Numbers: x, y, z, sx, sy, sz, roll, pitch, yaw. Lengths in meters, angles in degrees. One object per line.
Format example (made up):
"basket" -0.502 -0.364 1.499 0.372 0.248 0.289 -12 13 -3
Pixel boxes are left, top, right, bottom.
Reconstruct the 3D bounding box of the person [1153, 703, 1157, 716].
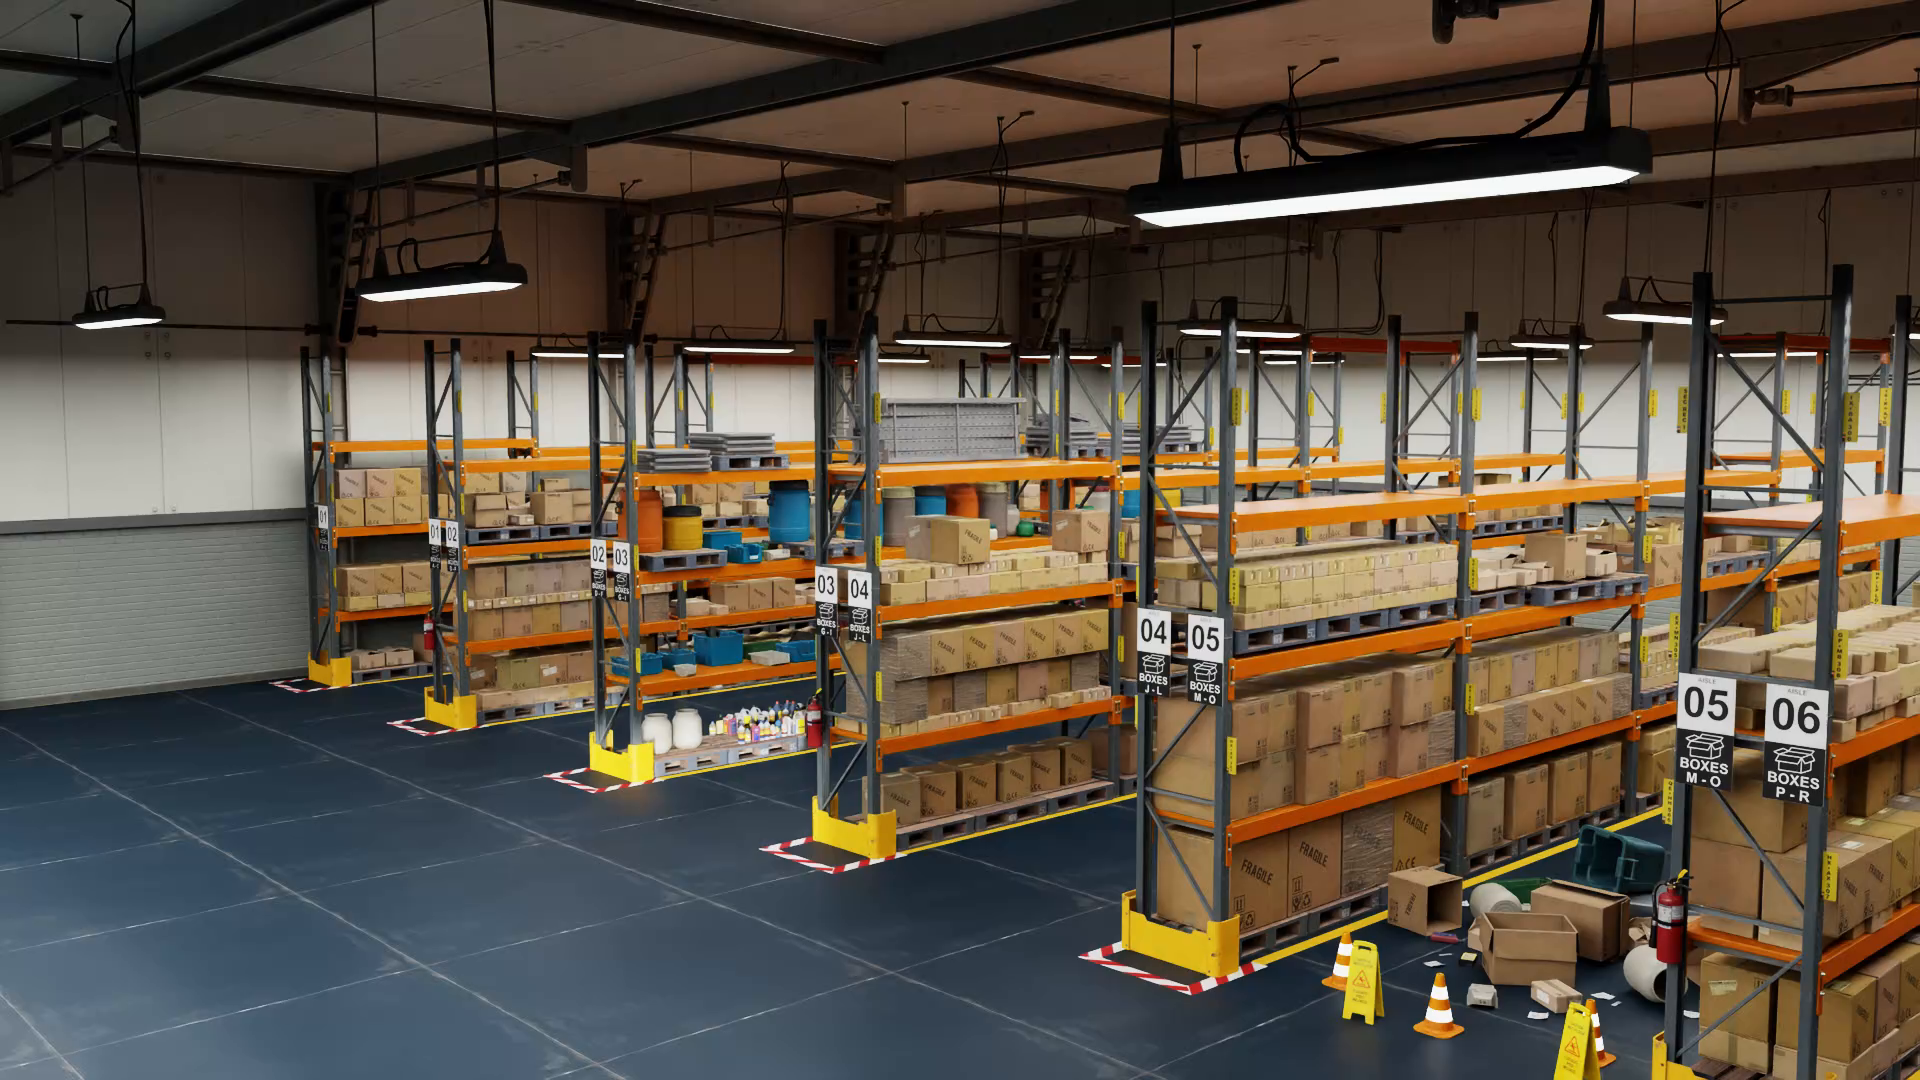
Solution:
"person" 2.744 2.138 24.866 1.034 1.620 0.571 -4 7 -40
